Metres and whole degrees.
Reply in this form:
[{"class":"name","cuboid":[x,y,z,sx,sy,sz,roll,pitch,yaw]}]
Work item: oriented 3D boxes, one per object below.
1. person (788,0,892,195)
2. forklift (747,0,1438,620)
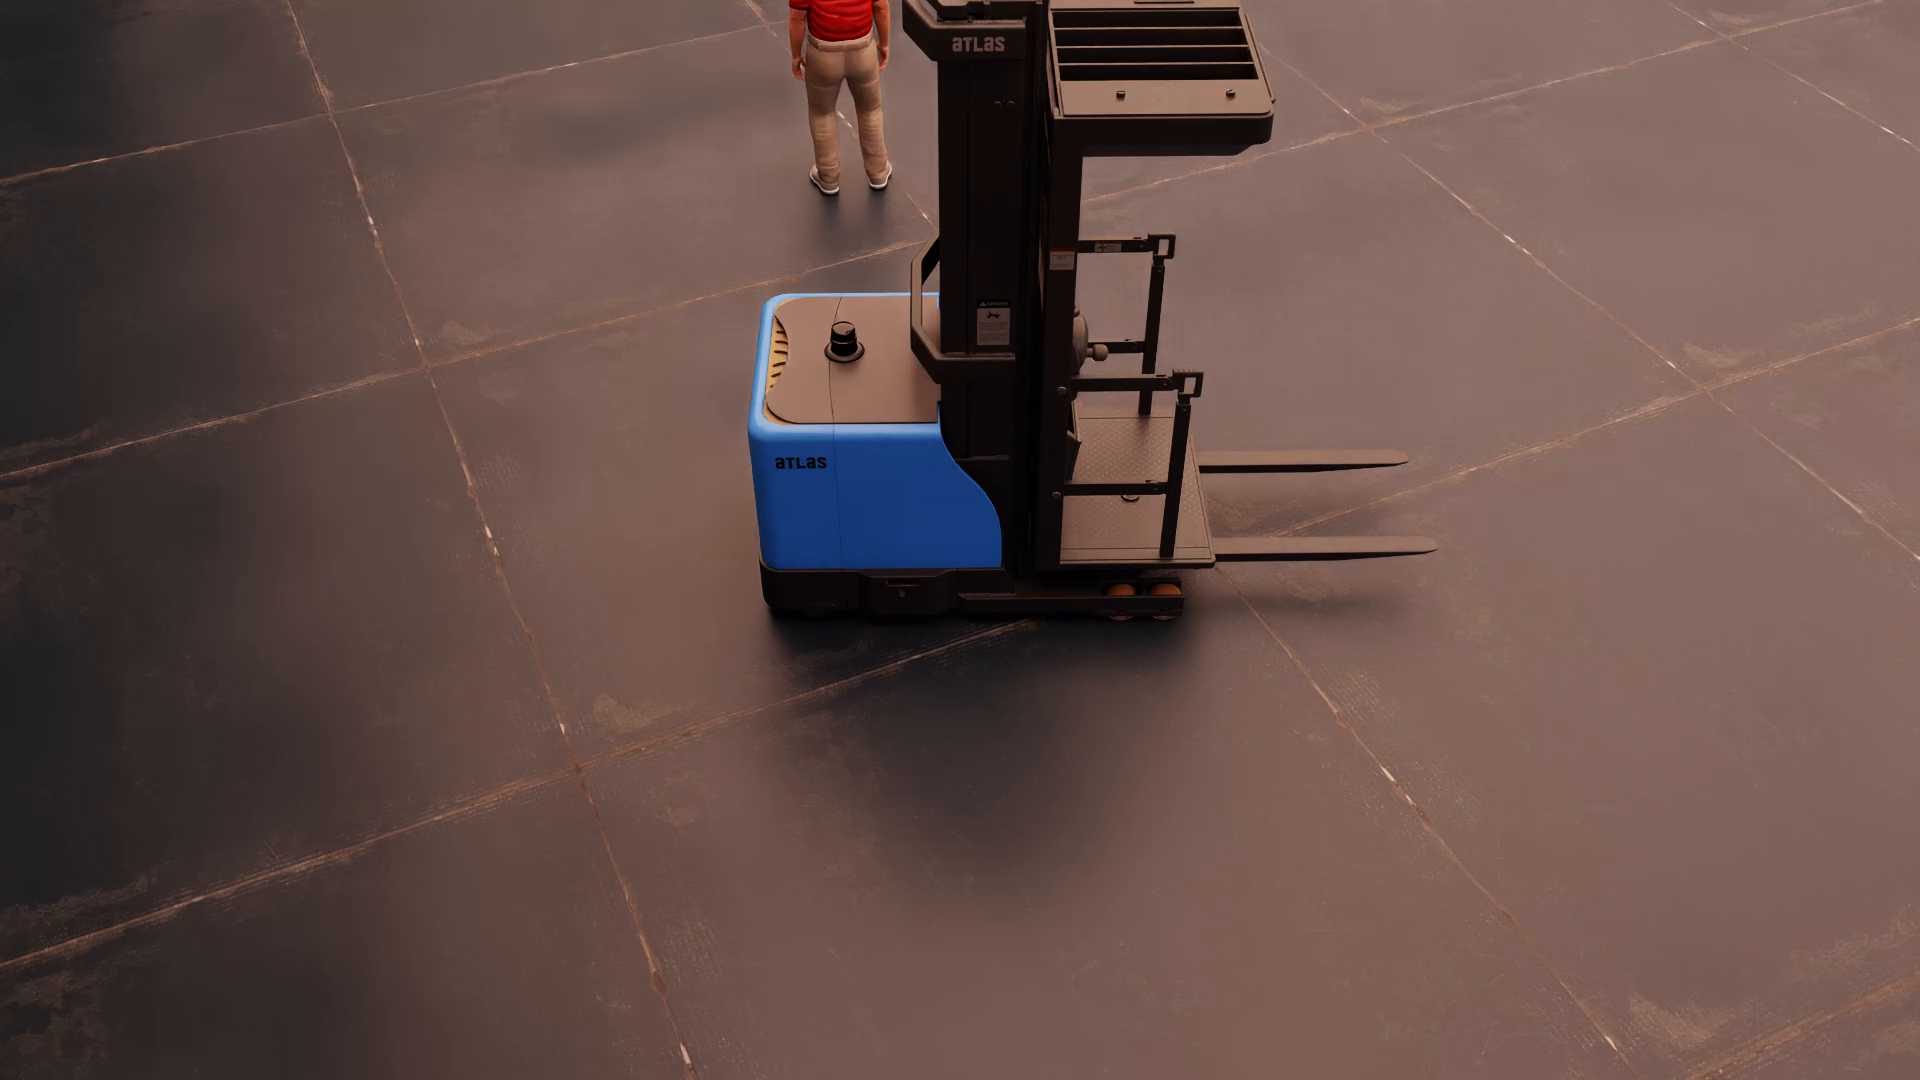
[{"class":"person","cuboid":[-0.688,-2.810,9.574,0.589,1.725,0.398,-9,44,-9]},{"class":"forklift","cuboid":[0.624,-1.078,6.835,3.031,2.935,1.130,-1,43,-1]}]
